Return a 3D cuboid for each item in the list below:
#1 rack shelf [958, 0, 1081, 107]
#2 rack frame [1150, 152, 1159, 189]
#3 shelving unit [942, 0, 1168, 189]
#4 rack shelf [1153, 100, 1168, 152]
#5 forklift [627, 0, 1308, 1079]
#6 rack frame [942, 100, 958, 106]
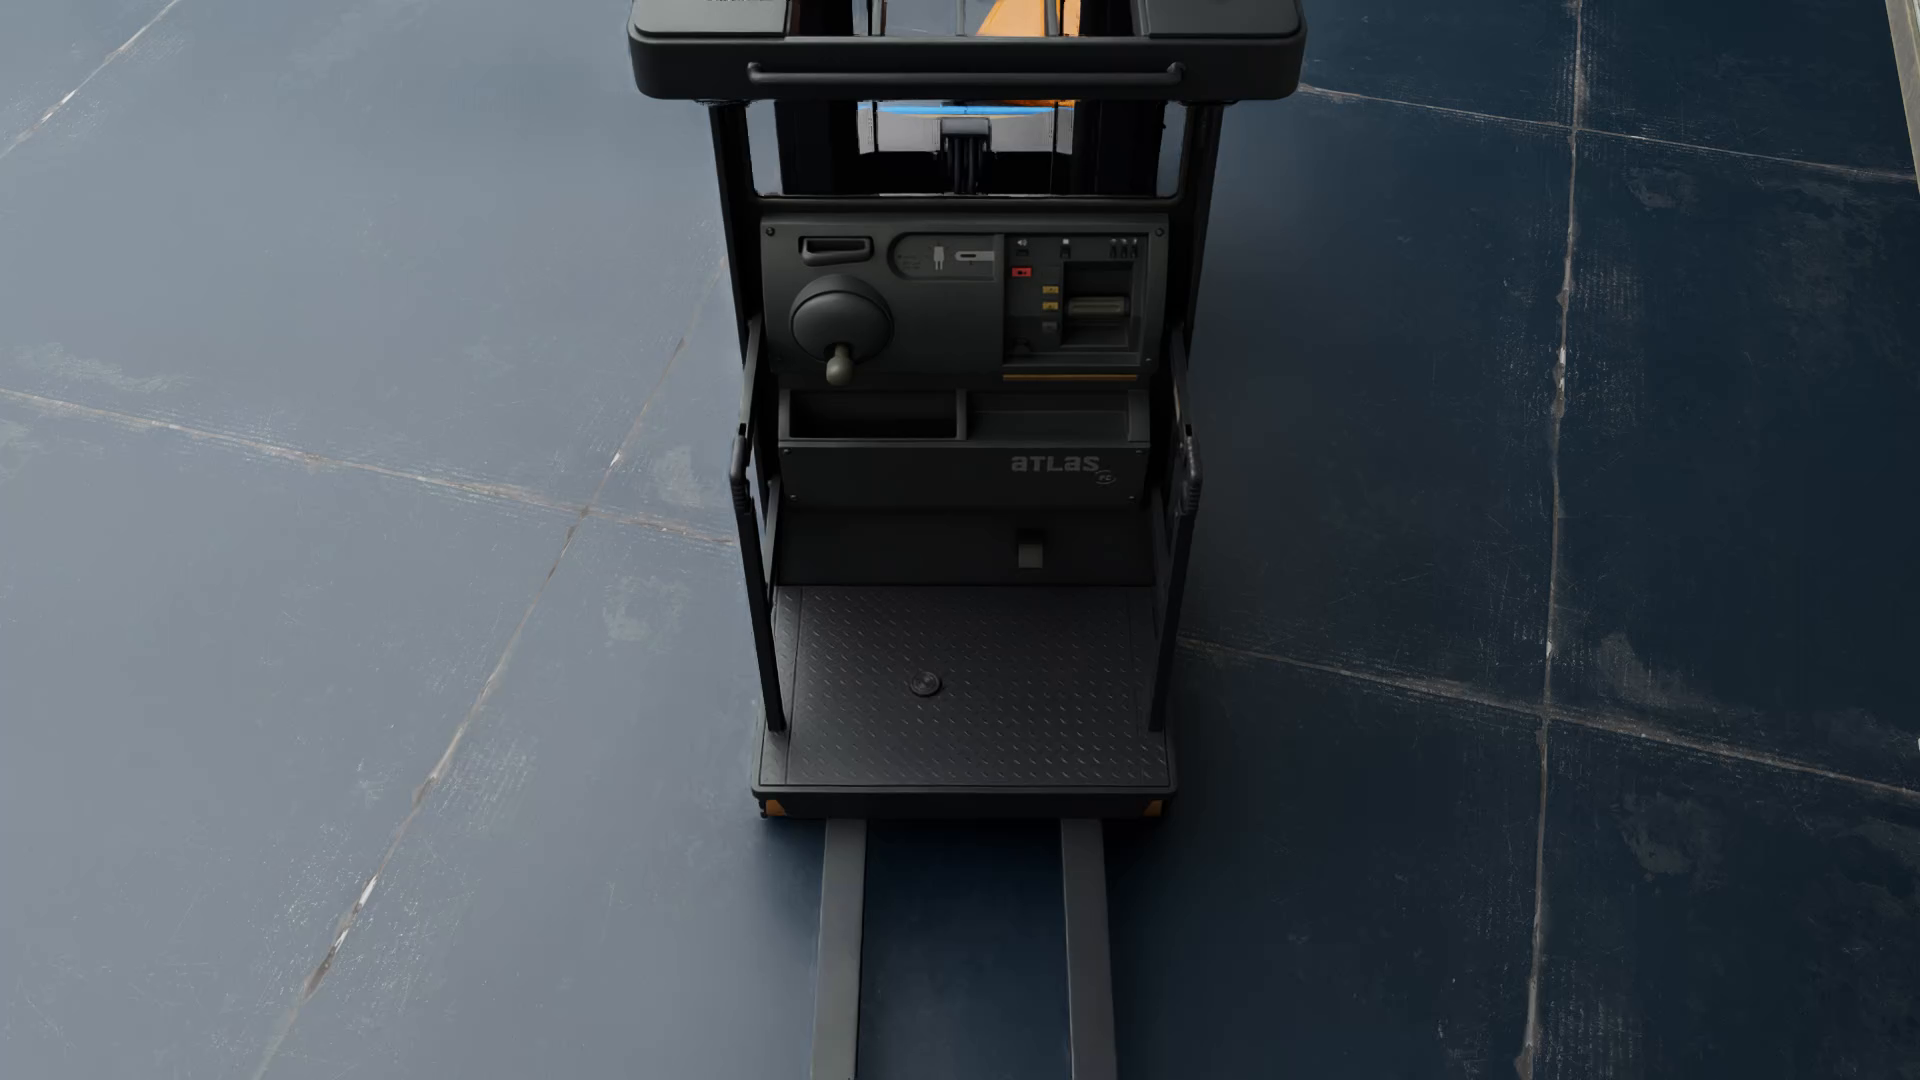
[{"bbox_3d":[0.352,-1.642,5.558,0.538,0.278,1.000,15,50,13],"label":"rack shelf"},{"bbox_3d":[0.520,-1.807,6.095,0.500,1.125,0.032,15,50,13],"label":"rack frame"},{"bbox_3d":[0.352,-1.448,5.778,0.538,1.125,1.048,15,50,13],"label":"shelving unit"},{"bbox_3d":[0.352,-1.286,5.961,0.538,0.278,1.000,15,50,13],"label":"rack shelf"},{"bbox_3d":[0.012,-0.452,3.694,1.130,2.935,3.031,0,49,0],"label":"forklift"},{"bbox_3d":[0.183,-1.088,5.460,0.500,1.125,0.032,15,50,13],"label":"rack frame"}]
